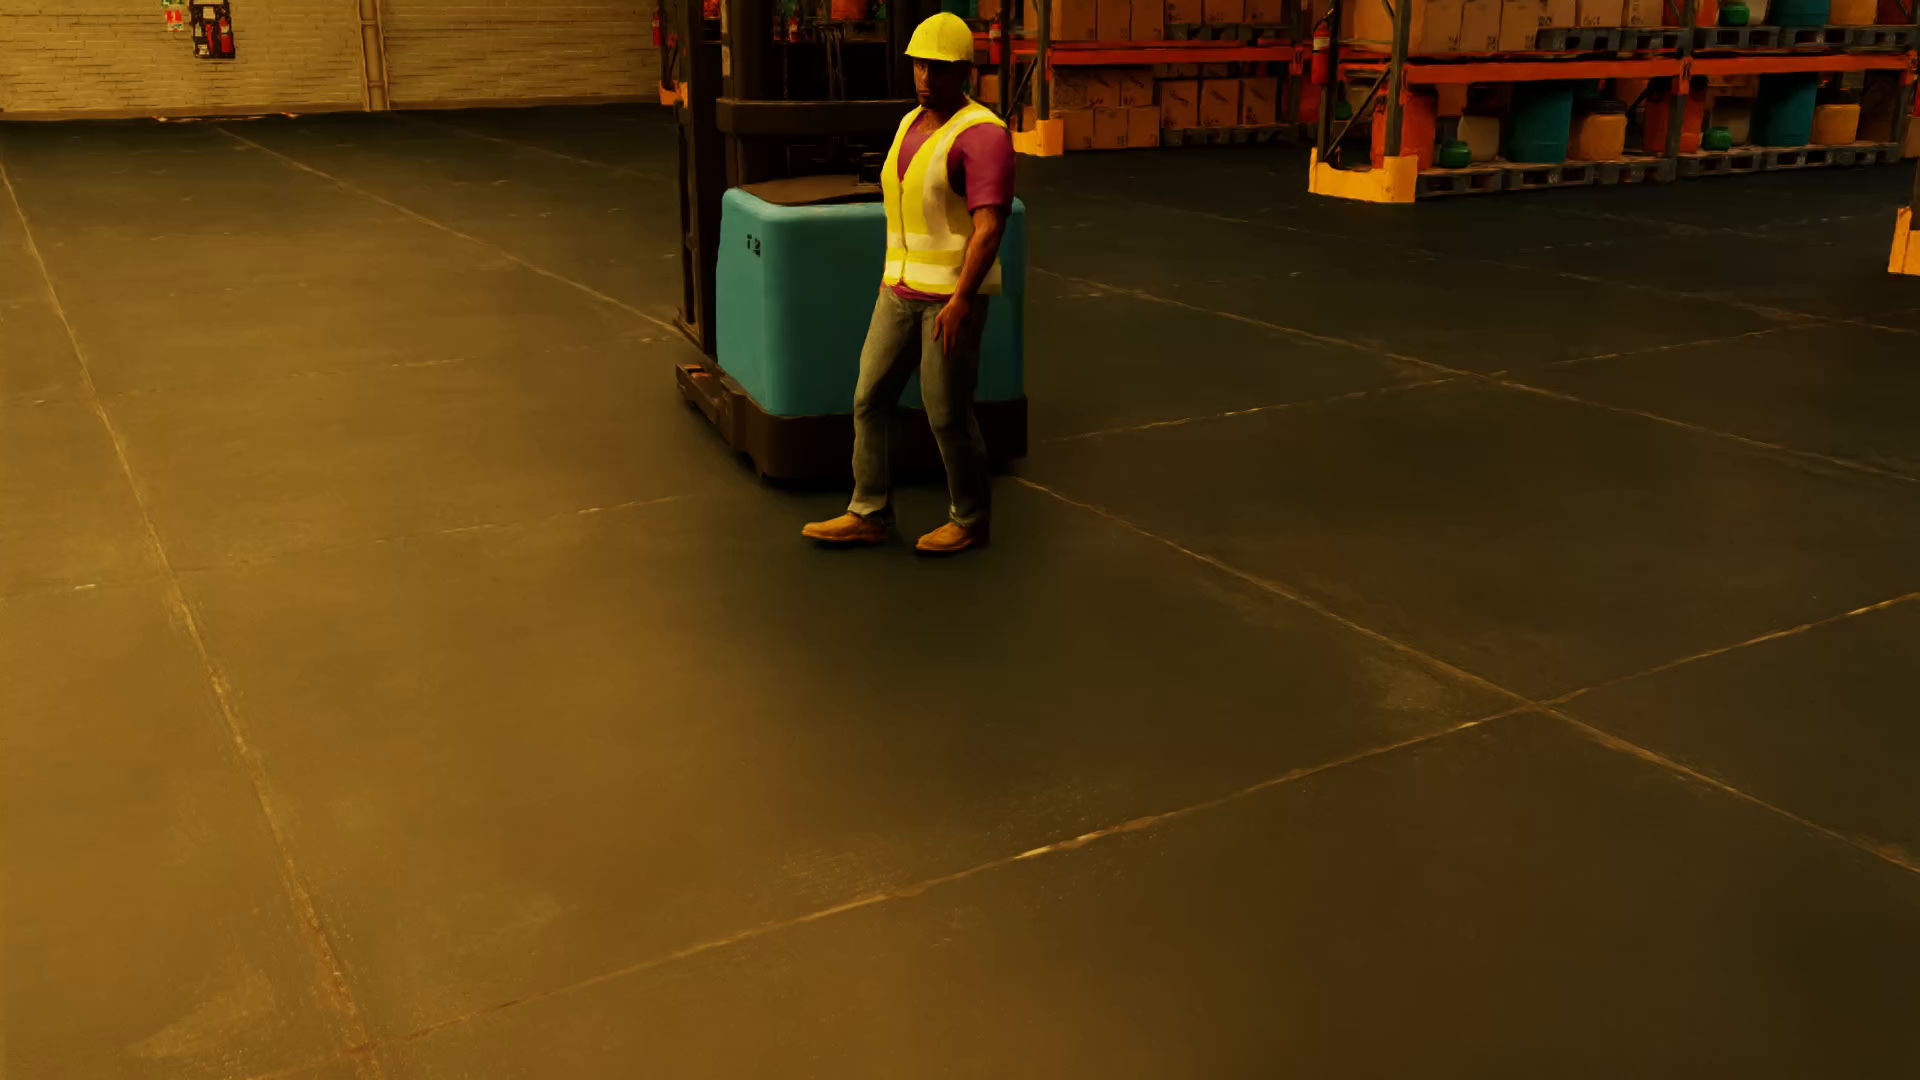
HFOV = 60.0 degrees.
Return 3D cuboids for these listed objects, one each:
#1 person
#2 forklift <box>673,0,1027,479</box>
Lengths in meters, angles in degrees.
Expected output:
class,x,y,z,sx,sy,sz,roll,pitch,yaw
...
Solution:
class,x,y,z,sx,sy,sz,roll,pitch,yaw
person,-0.146,-0.789,5.380,0.596,1.754,0.723,-13,22,-36
forklift,-0.699,-2.037,7.301,1.130,2.935,3.031,-6,19,-18
